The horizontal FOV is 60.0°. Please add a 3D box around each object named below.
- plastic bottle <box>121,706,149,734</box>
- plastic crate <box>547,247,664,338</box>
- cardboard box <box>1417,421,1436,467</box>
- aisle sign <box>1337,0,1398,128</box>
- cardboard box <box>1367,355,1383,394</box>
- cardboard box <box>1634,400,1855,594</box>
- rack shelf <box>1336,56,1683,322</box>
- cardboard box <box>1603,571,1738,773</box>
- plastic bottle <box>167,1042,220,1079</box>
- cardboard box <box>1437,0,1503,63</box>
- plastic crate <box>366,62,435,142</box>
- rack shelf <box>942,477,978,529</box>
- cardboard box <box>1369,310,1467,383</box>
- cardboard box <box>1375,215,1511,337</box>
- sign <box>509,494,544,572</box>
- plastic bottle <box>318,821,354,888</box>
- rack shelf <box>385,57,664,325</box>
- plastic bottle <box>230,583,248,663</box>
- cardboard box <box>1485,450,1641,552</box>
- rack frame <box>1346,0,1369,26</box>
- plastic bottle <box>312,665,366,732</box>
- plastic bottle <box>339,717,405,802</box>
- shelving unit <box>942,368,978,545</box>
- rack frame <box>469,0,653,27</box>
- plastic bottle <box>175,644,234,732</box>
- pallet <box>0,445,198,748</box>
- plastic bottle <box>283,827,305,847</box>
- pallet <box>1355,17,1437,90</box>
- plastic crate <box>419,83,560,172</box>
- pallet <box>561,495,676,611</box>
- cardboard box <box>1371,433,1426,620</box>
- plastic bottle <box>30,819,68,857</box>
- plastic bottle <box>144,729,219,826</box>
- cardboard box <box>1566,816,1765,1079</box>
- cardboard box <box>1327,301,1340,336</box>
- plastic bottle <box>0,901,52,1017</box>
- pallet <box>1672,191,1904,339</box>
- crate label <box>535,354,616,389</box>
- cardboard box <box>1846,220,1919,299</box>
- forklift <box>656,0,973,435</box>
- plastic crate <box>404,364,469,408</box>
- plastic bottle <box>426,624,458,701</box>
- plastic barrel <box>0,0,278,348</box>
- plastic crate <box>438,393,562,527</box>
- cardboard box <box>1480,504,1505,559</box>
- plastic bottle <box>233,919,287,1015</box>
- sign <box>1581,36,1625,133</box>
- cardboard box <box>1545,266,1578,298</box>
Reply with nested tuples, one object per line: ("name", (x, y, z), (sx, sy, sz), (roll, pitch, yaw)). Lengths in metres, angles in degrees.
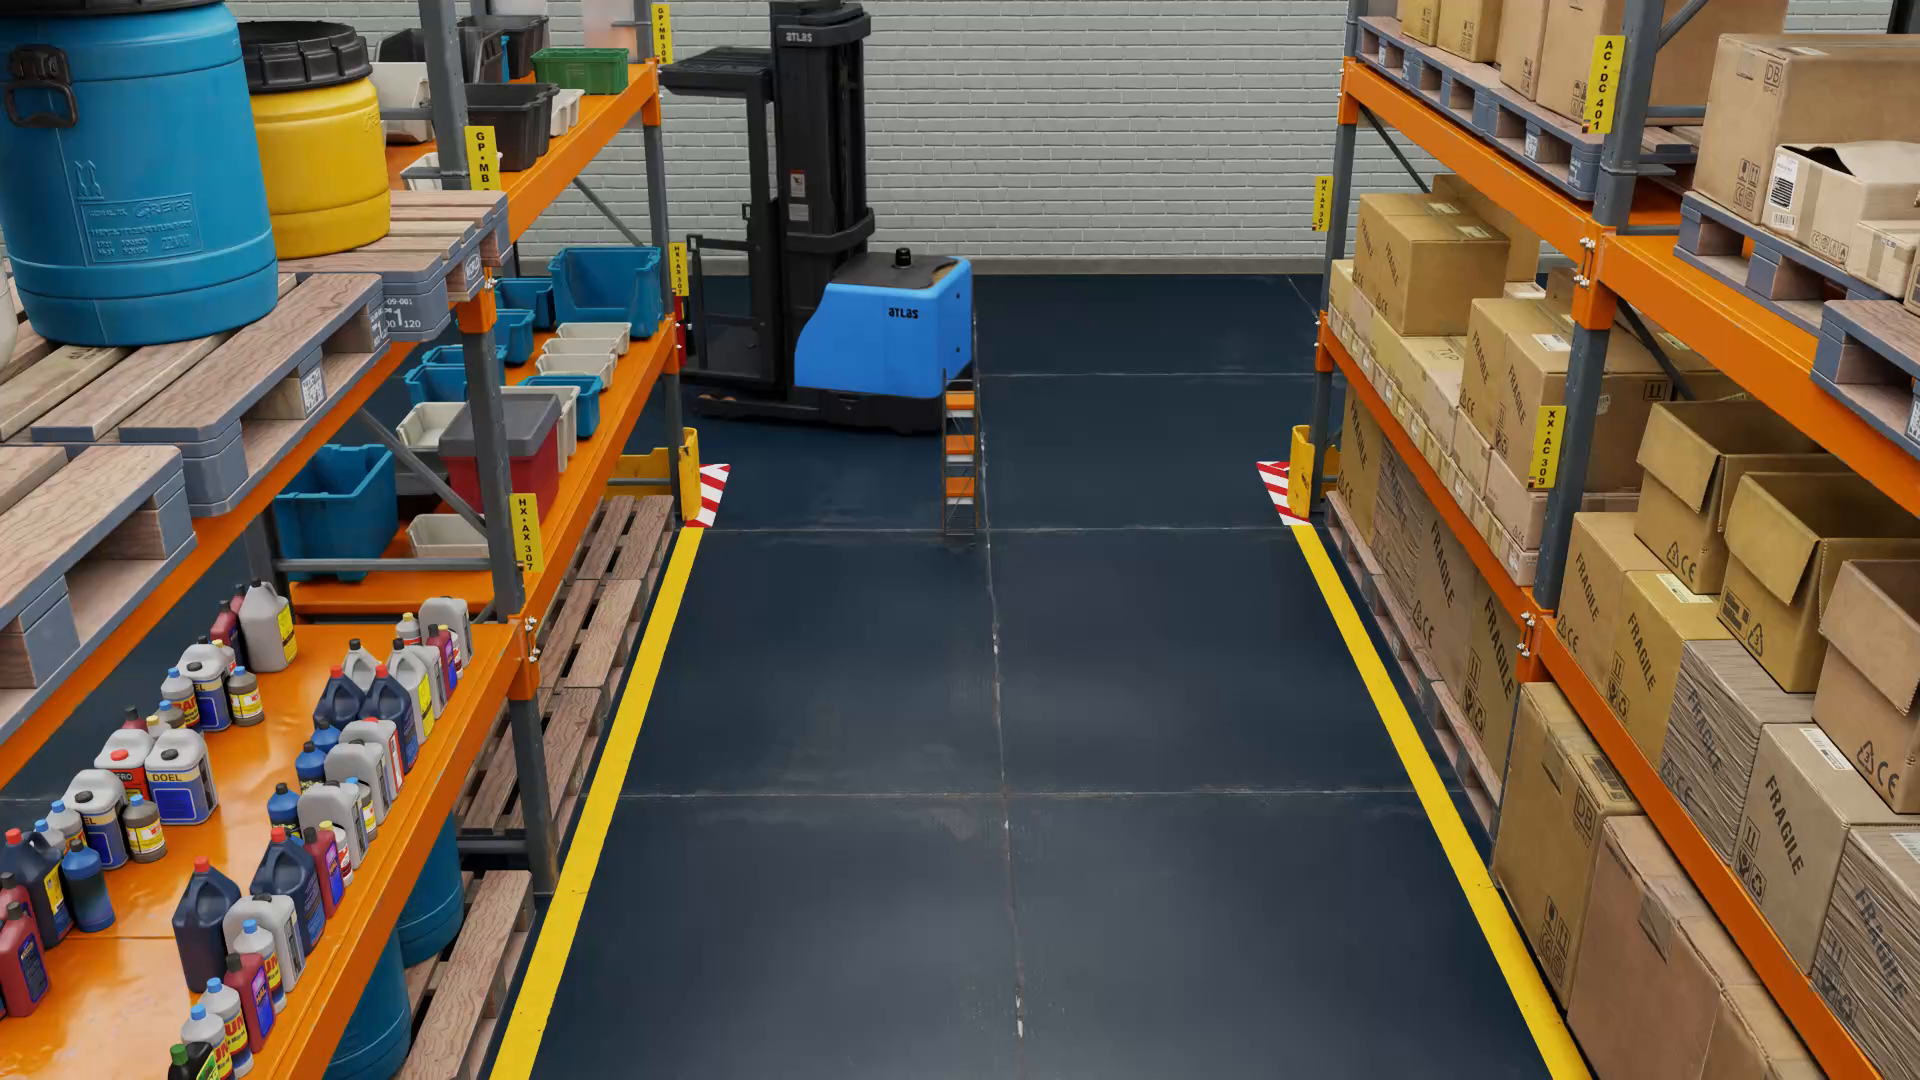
("plastic bottle", (-2.612, 0.674, 5.260), (0.061, 0.283, 0.133), (0, 24, -1))
("plastic crate", (-2.052, -1.452, 9.705), (0.616, 0.435, 0.499), (0, 24, -1))
("cardboard box", (2.408, -0.459, 7.930), (0.380, 0.149, 0.250), (-1, 24, -1))
("aisle sign", (2.409, -2.781, 9.604), (0.394, 0.787, 0.004), (0, 24, -1))
("cardboard box", (2.397, -0.883, 8.866), (0.380, 0.149, 0.250), (-1, 24, -2))
("cardboard box", (2.769, -0.159, 5.624), (0.797, 0.503, 0.637), (-1, 24, -2))
("rack shelf", (2.732, -1.783, 7.785), (1.077, 0.370, 4.000), (0, 24, -1))
("cardboard box", (2.515, 0.432, 5.533), (0.500, 0.500, 0.500), (0, 24, 0))
("plastic bottle", (-1.800, 1.283, 3.915), (0.061, 0.283, 0.133), (0, 24, -1))
("cardboard box", (2.709, -2.558, 7.874), (0.700, 0.500, 0.500), (-2, 24, -4))
("plastic crate", (-2.527, -1.944, 7.412), (0.437, 0.282, 0.530), (0, 24, -1))
("rack shelf", (-0.001, -0.238, 10.201), (0.215, 0.259, 0.240), (0, 24, -1))
("cardboard box", (2.459, -1.015, 8.676), (0.500, 0.250, 0.500), (-1, 24, -2))
("cardboard box", (2.462, -1.359, 8.525), (0.500, 0.500, 0.500), (-1, 24, -2))
("sign", (-1.649, -0.026, 6.331), (0.100, 0.325, 0.005), (0, 24, -1))
("plastic bottle", (-1.829, 0.911, 4.837), (0.097, 0.201, 0.097), (0, 24, 0))
("rack shelf", (-2.221, -1.761, 7.736), (1.077, 0.370, 4.000), (0, 24, -1))
("plastic bottle", (-2.622, 0.308, 6.070), (0.061, 0.283, 0.133), (0, 24, -1))
("cardboard box", (2.486, -0.168, 6.802), (0.500, 0.250, 0.500), (-1, 24, -2))
("rack frame", (2.710, -4.302, 8.841), (1.000, 3.000, 0.127), (0, 24, -1))
("plastic bottle", (-2.004, 0.579, 5.390), (0.144, 0.351, 0.185), (0, 24, -1))
("plastic bottle", (-1.862, 0.678, 5.261), (0.152, 0.276, 0.135), (0, 24, -1))
("shelving unit", (-0.001, -0.500, 10.082), (0.215, 1.050, 0.252), (0, 24, -1))
("rack frame", (-2.243, -4.279, 8.792), (1.000, 3.000, 0.127), (0, 24, -1))
("plastic bottle", (-2.571, 0.502, 5.651), (0.152, 0.276, 0.135), (0, 24, -1))
("pallet", (-2.066, 0.154, 2.858), (1.003, 0.211, 1.213), (0, 24, -1))
("plastic bottle", (-1.889, 0.934, 4.701), (0.097, 0.271, 0.097), (0, 24, 0))
("pallet", (2.729, -2.589, 8.802), (1.003, 0.211, 1.213), (0, 24, -1))
("plastic crate", (-1.938, -1.718, 6.927), (0.497, 0.269, 0.590), (0, 24, -1))
("pallet", (-2.272, 0.065, 9.851), (1.003, 0.211, 1.213), (0, 24, -1))
("cardboard box", (2.807, -0.153, 9.017), (0.875, 0.875, 0.875), (0, 24, -1))
("plastic bottle", (-2.587, 0.918, 4.735), (0.097, 0.271, 0.097), (0, 24, 0))
("plastic bottle", (-2.413, 0.732, 5.142), (0.152, 0.276, 0.135), (0, 24, -1))
("cardboard box", (2.791, 1.489, 5.387), (1.225, 0.875, 0.875), (-1, 24, -2))
("cardboard box", (2.384, -1.306, 9.803), (0.380, 0.149, 0.250), (0, 24, 0))
("plastic bottle", (-2.457, 1.091, 4.339), (0.061, 0.283, 0.133), (0, 24, -1))
("pallet", (2.813, -0.822, 5.020), (0.805, 0.209, 1.217), (-1, 24, -3))
("crate label", (-2.037, -0.884, 8.811), (0.396, 0.136, 0.243), (0, 24, -1))
("cardboard box", (2.620, -0.749, 4.422), (0.380, 0.149, 0.250), (-1, 24, -3))
("forklift", (-1.477, -2.416, 12.035), (3.031, 2.935, 1.130), (7, 25, 15))
("plastic crate", (-2.552, -0.728, 8.349), (0.416, 0.233, 0.300), (0, 24, -1))
("plastic bottle", (-1.823, 0.411, 5.842), (0.061, 0.283, 0.133), (0, 24, -1))
("plastic barrel", (-2.027, -0.982, 4.022), (0.600, 0.901, 0.708), (0, 24, -1))
("plastic crate", (-1.958, -0.323, 7.174), (0.402, 0.464, 0.583), (0, 24, -1))
("cardboard box", (2.420, -0.036, 6.995), (0.380, 0.149, 0.250), (0, 24, 0))
("plastic bottle", (-1.823, 1.106, 4.322), (0.097, 0.271, 0.097), (0, 24, 0))
("sign", (2.199, -1.555, 5.685), (0.100, 0.325, 0.005), (0, 24, -1))
("cardboard box", (2.996, -0.945, 7.610), (0.500, 0.500, 0.500), (-1, 24, -2))
